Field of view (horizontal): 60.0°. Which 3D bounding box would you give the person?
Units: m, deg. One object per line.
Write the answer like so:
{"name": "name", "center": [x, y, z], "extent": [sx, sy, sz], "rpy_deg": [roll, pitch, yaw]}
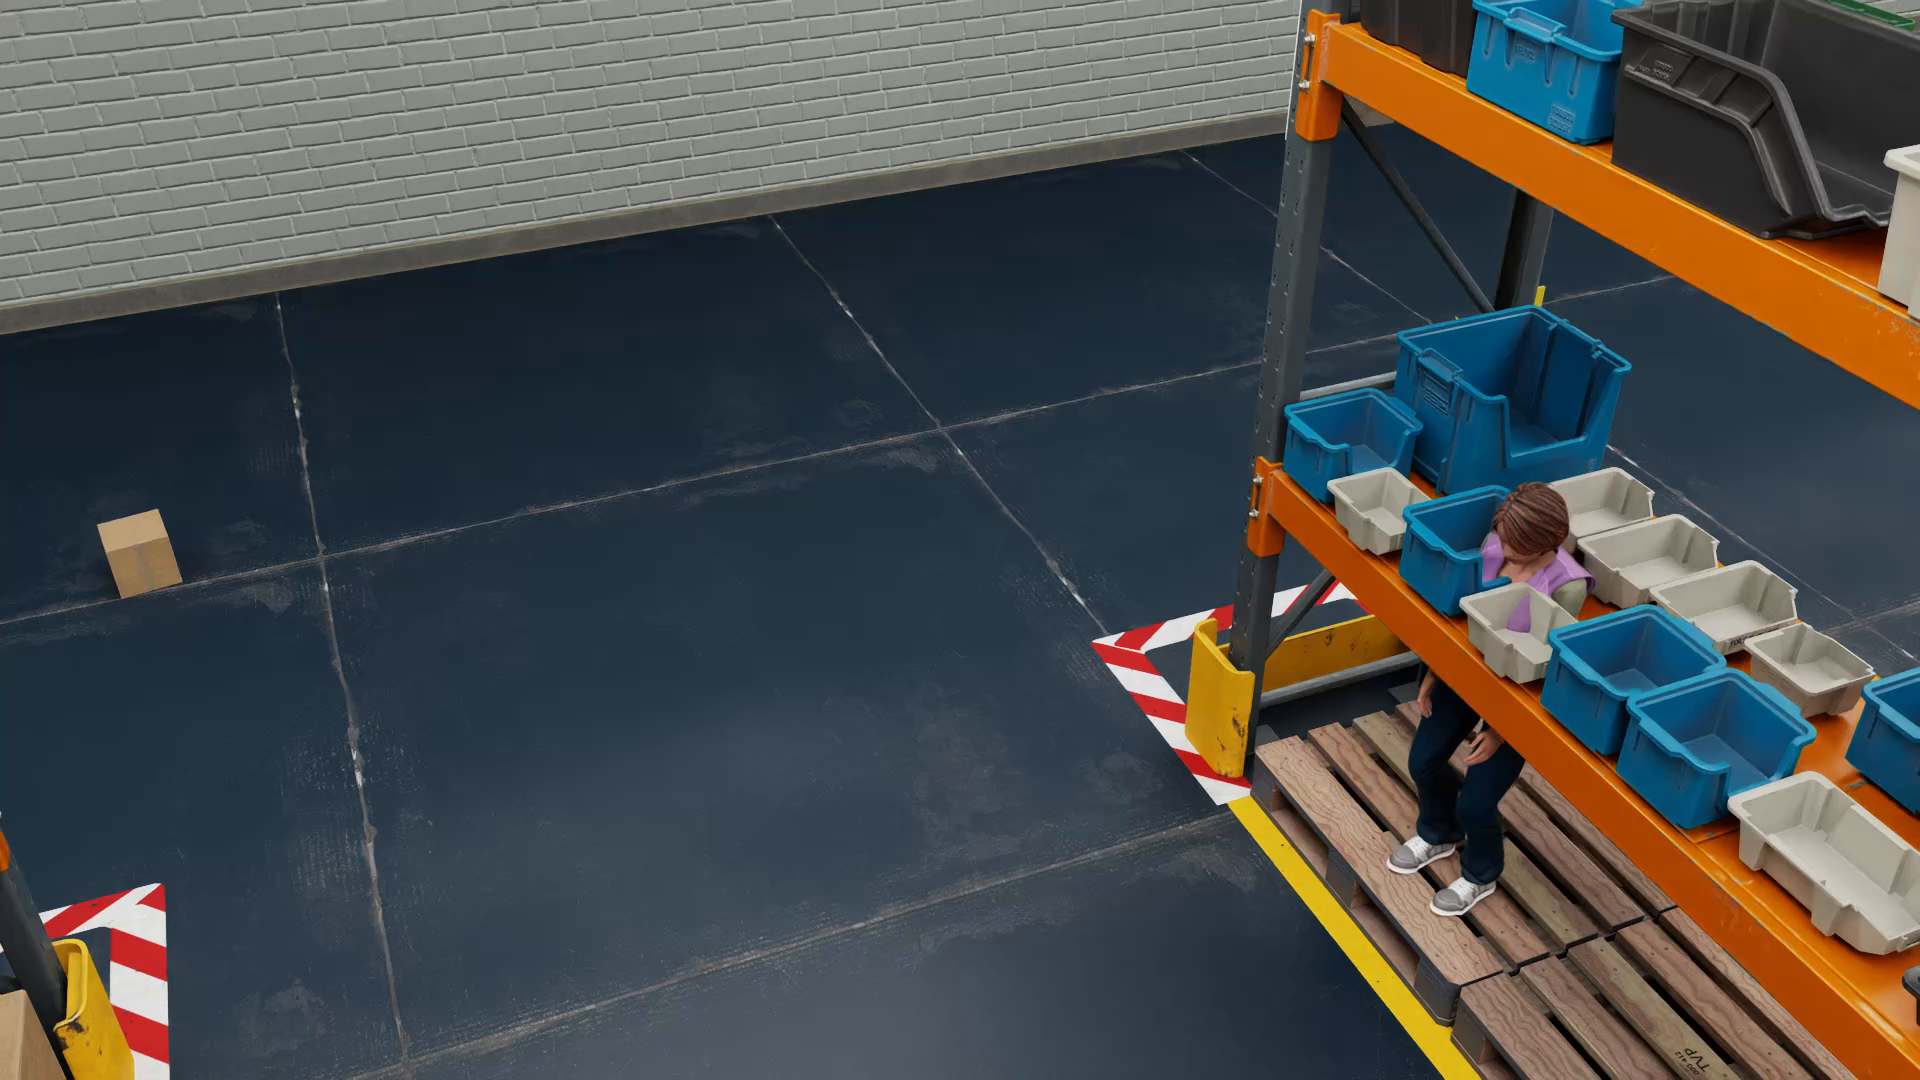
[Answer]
{"name": "person", "center": [1.613, 0.513, 5.087], "extent": [0.421, 1.527, 0.430], "rpy_deg": [-16, 37, -22]}
